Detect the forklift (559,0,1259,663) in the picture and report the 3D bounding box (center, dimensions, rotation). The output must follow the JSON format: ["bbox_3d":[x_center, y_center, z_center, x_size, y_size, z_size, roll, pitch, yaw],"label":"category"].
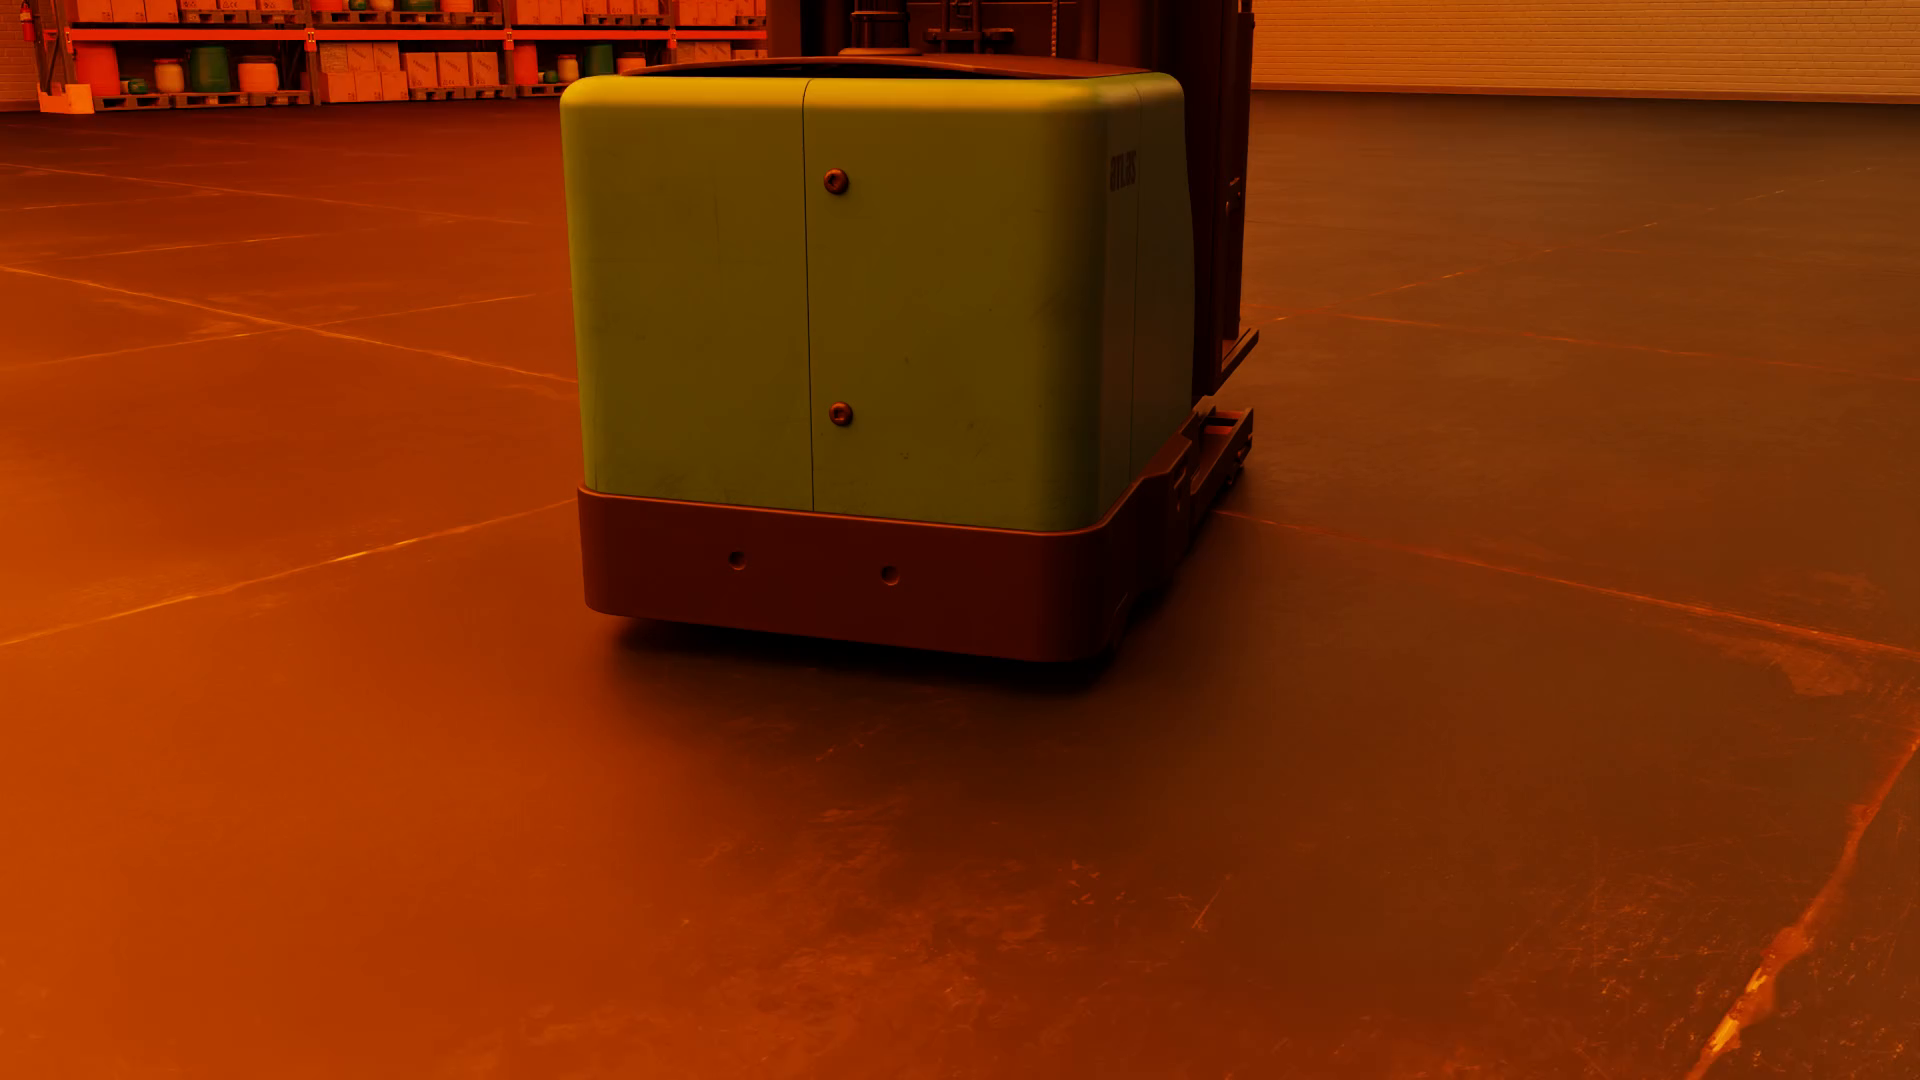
[{"bbox_3d":[0.182,-1.571,4.072,1.130,2.935,3.031,5,18,17],"label":"forklift"}]
